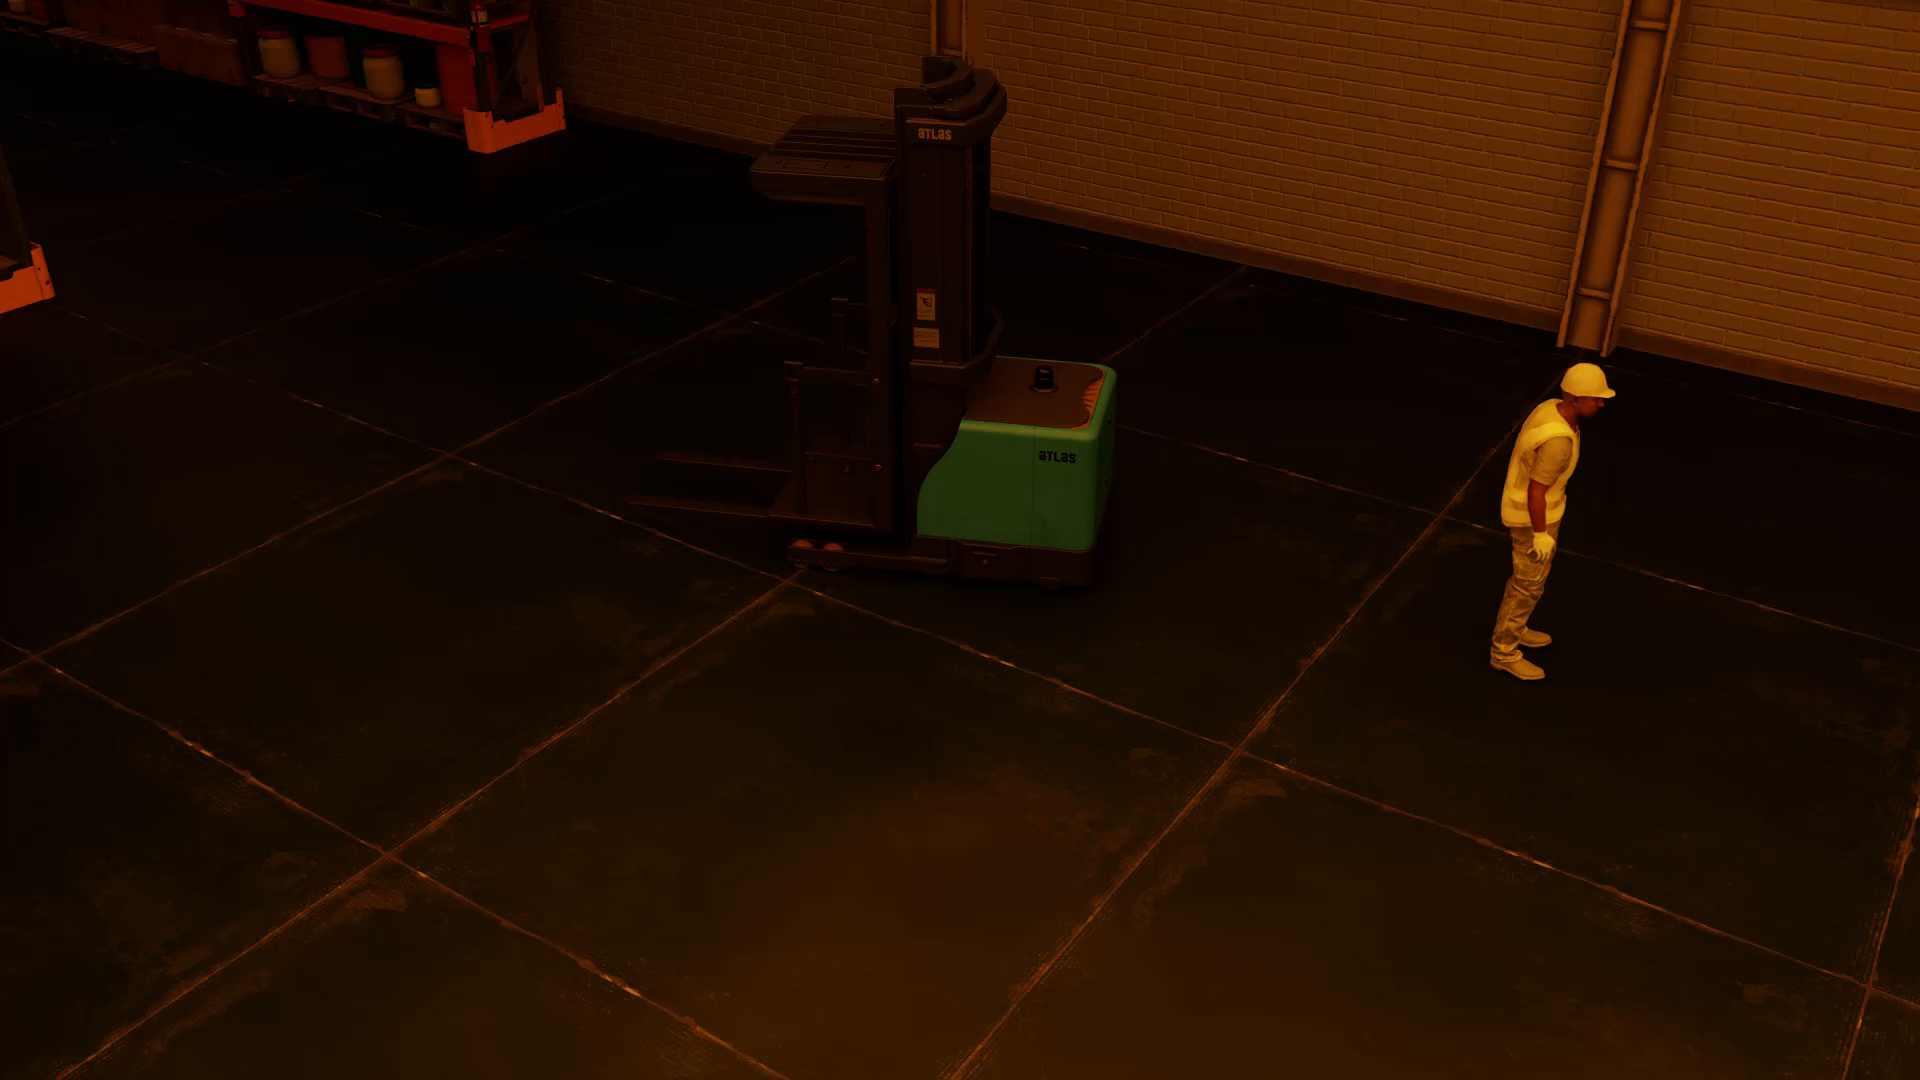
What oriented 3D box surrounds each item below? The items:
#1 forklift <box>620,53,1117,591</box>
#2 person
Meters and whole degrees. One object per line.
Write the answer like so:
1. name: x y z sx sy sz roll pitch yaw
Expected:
1. forklift: -0.596 -1.330 9.871 3.031 2.935 1.130 6 31 10
2. person: 3.145 -0.130 8.961 0.454 1.774 0.625 12 32 20
